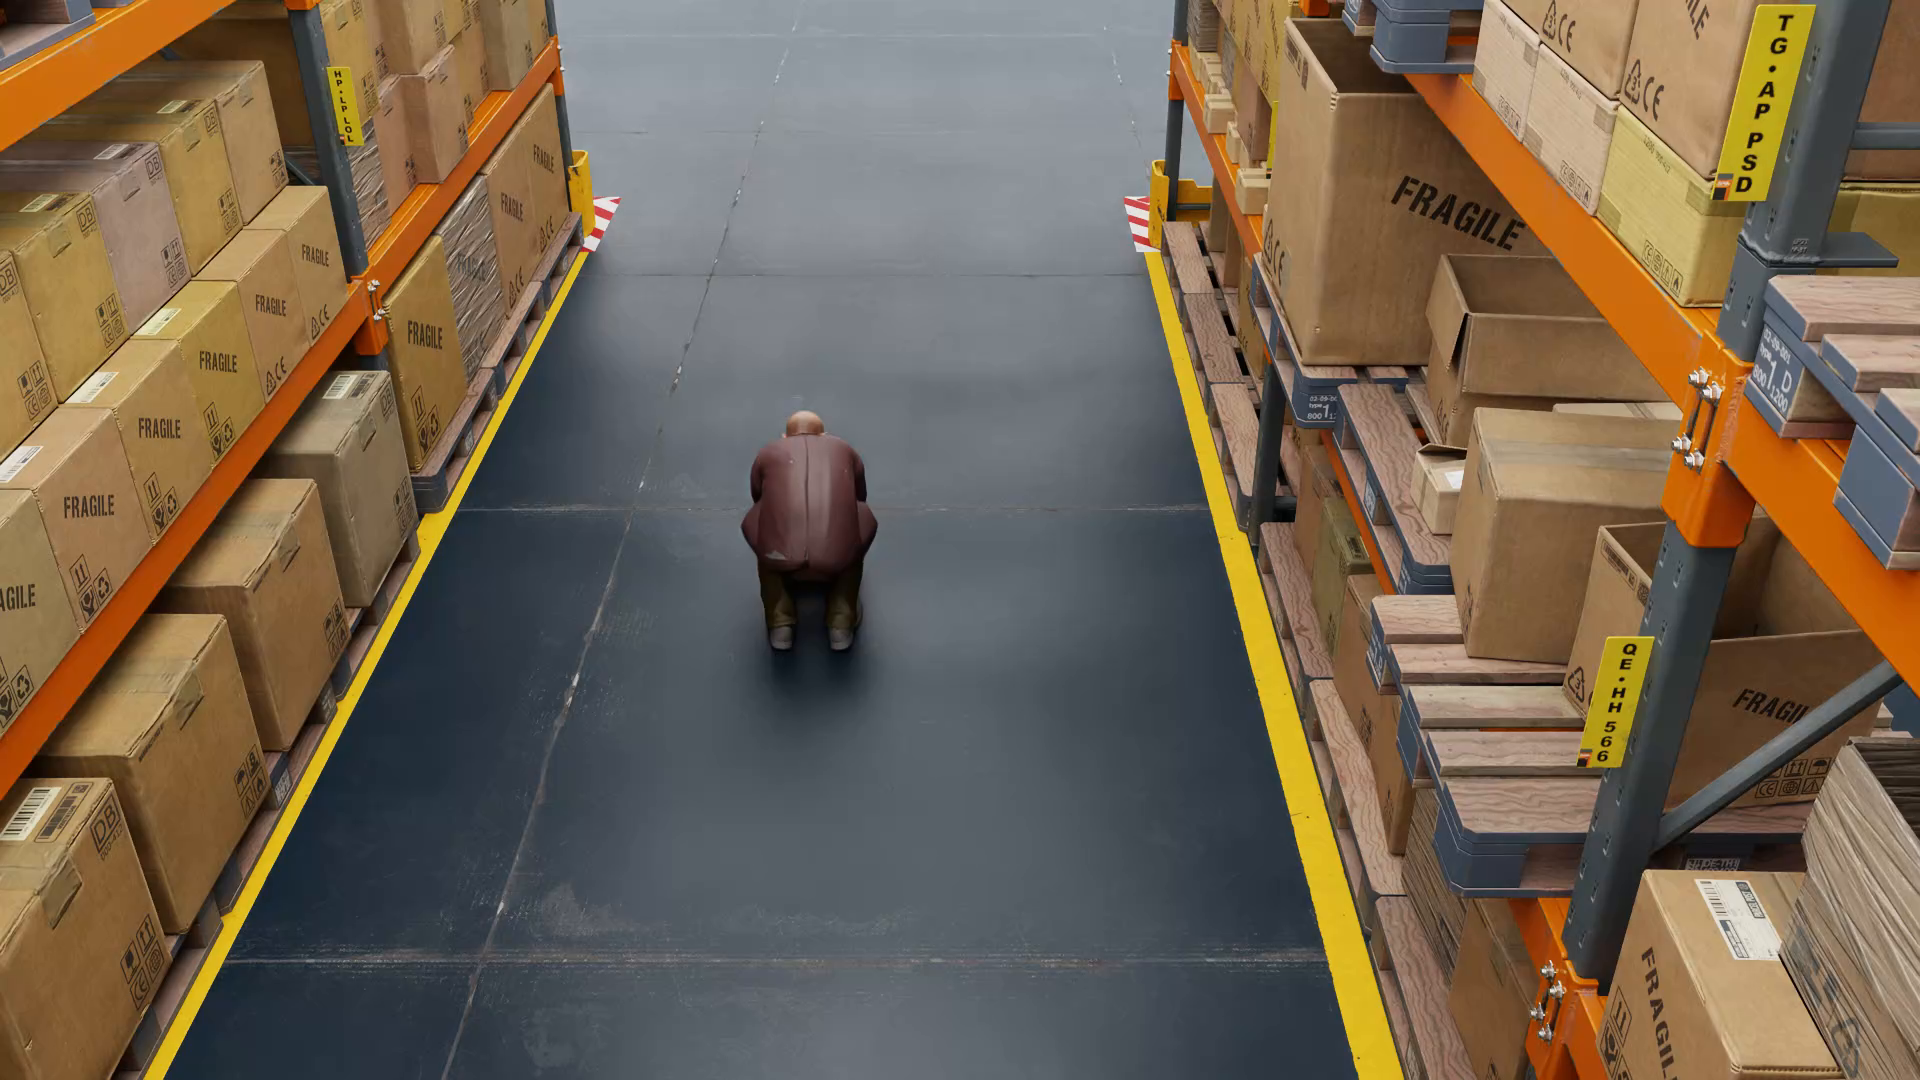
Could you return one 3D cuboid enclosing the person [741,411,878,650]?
[{"bbox_3d":[-0.640,-0.028,7.158,0.580,0.821,0.947,-1,31,-2],"label":"person"}]
